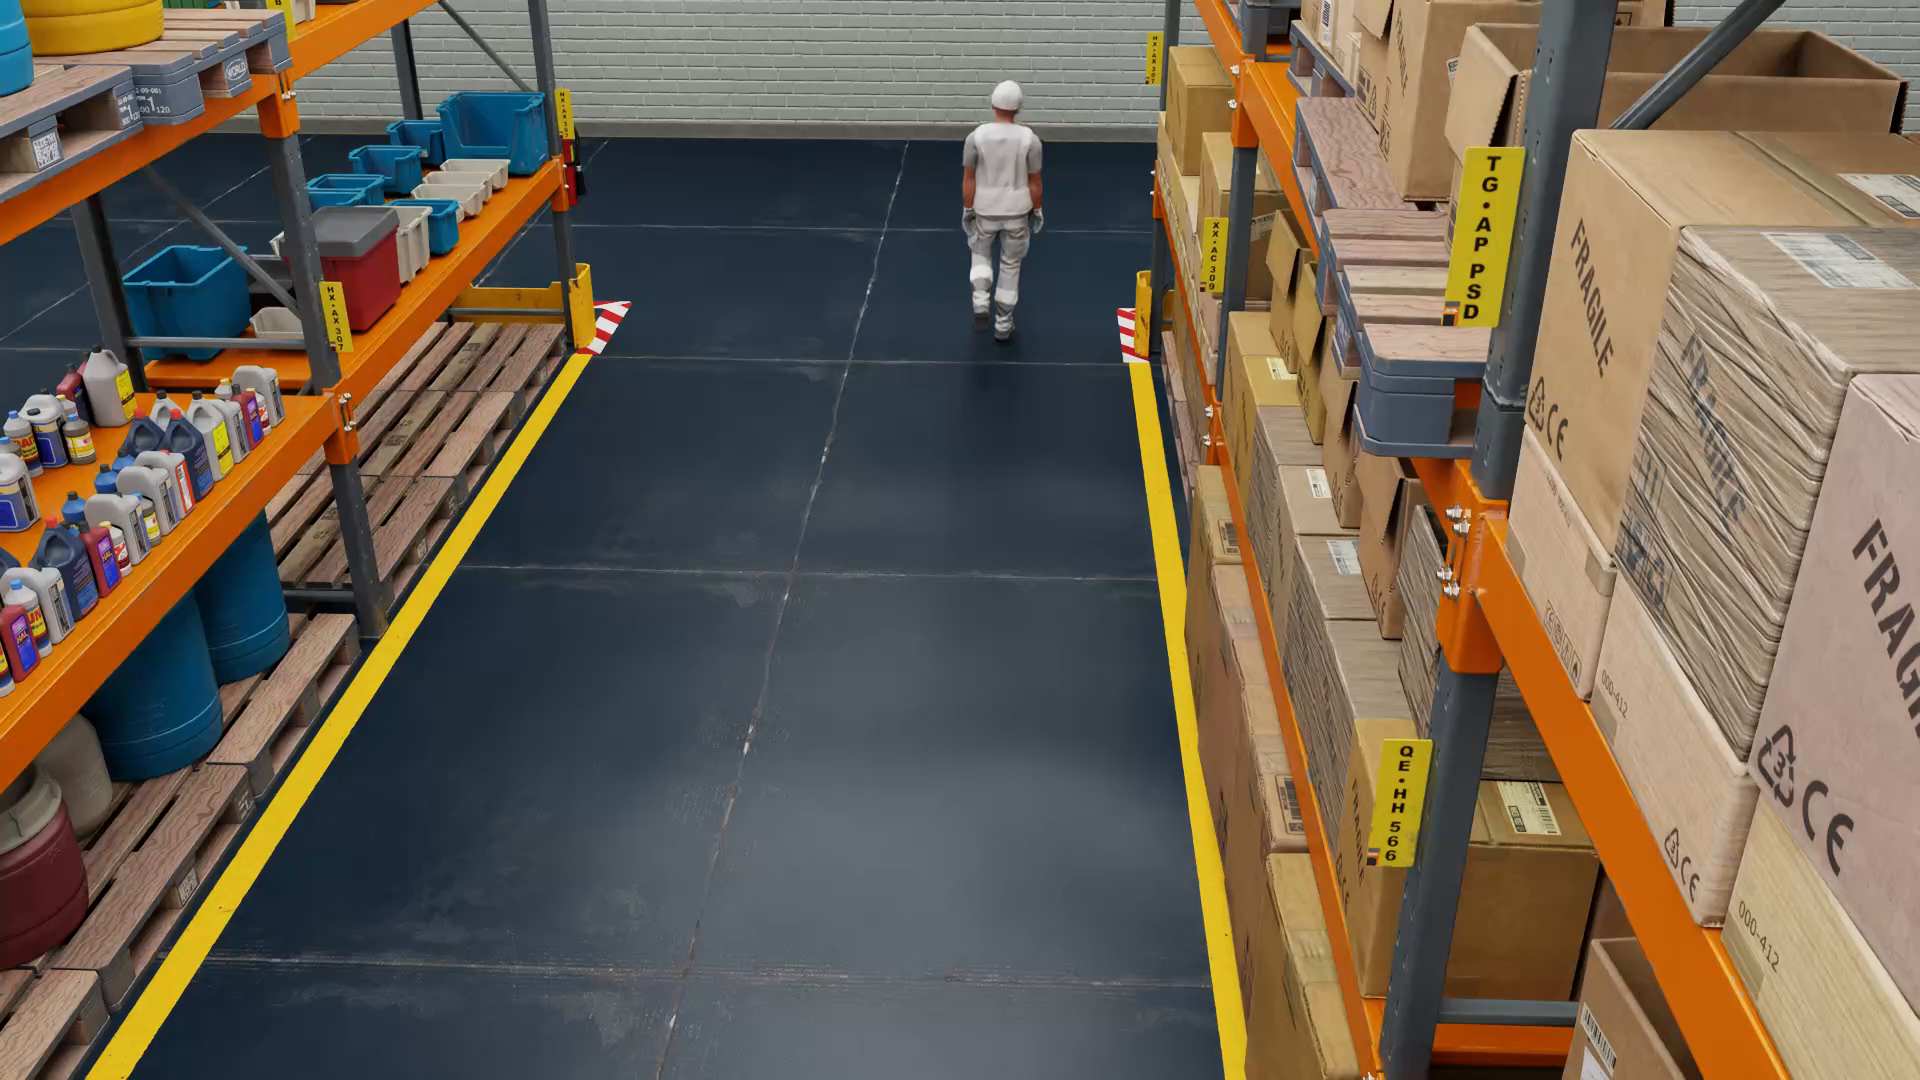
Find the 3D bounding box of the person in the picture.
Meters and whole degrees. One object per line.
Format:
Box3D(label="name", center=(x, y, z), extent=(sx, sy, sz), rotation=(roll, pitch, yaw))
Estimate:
Box3D(label="person", center=(0.290, -2.223, 11.270), extent=(0.548, 1.780, 0.503), rotation=(3, 28, 5))
